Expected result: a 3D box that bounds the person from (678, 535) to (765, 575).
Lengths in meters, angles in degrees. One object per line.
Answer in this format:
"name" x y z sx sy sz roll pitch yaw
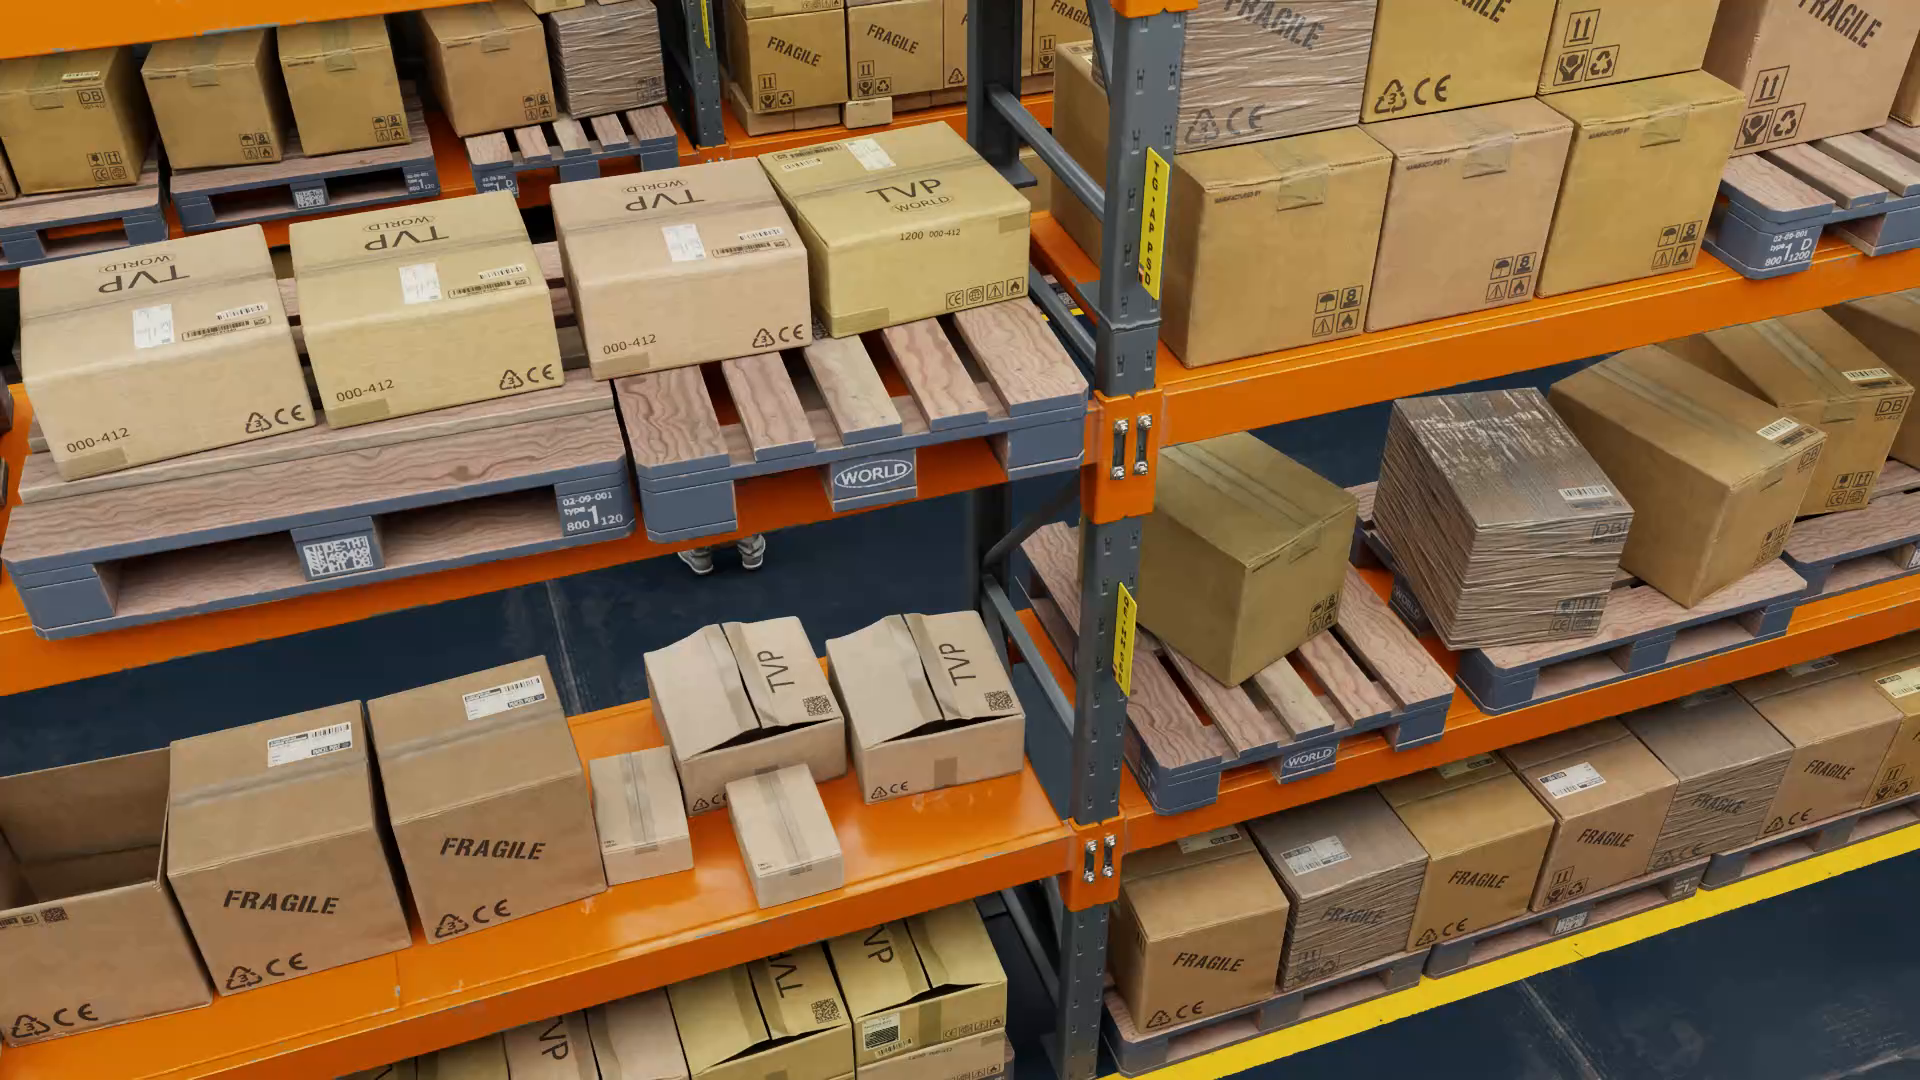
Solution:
"person" -1.167 -0.543 7.476 0.529 1.663 0.403 -12 40 -15
